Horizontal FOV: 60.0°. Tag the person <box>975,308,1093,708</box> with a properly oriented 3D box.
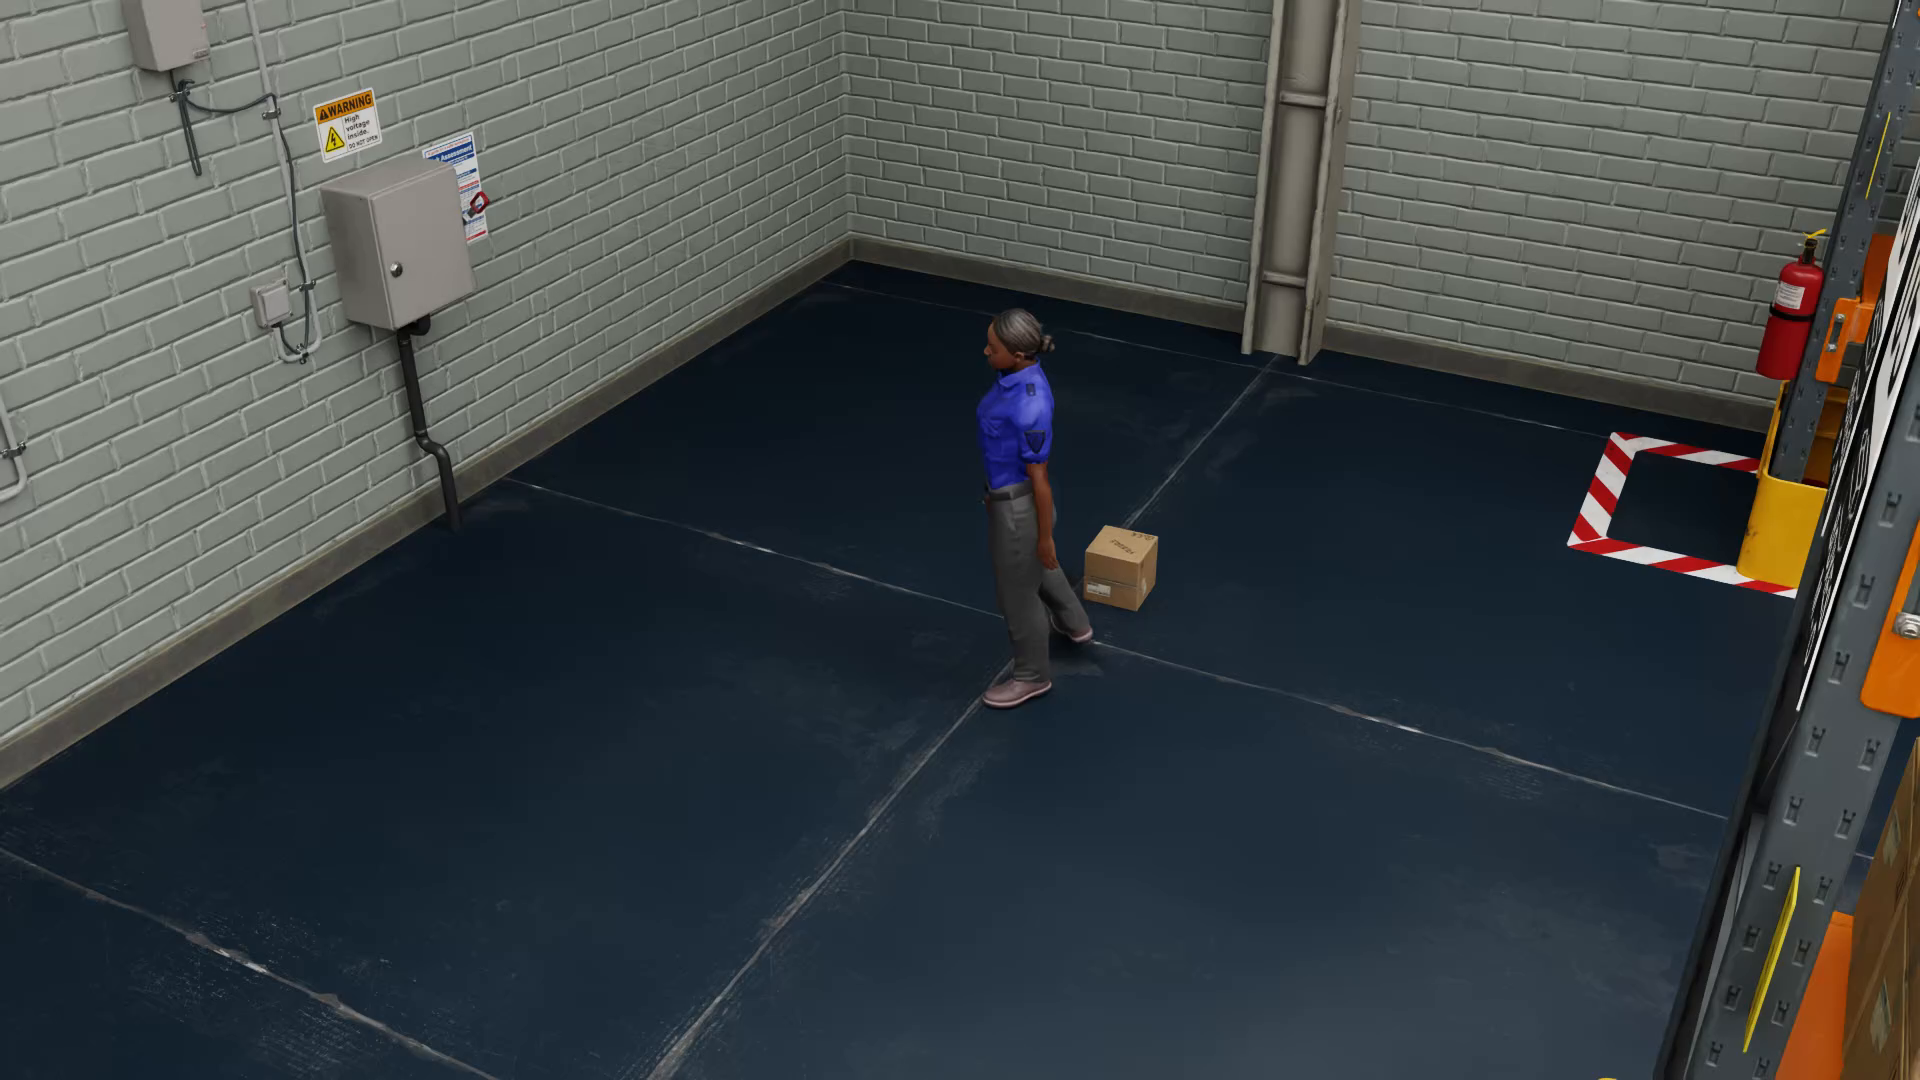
[{"bbox_3d":[0.303,-0.175,6.429,0.496,1.649,0.655,0,30,0],"label":"person"}]
